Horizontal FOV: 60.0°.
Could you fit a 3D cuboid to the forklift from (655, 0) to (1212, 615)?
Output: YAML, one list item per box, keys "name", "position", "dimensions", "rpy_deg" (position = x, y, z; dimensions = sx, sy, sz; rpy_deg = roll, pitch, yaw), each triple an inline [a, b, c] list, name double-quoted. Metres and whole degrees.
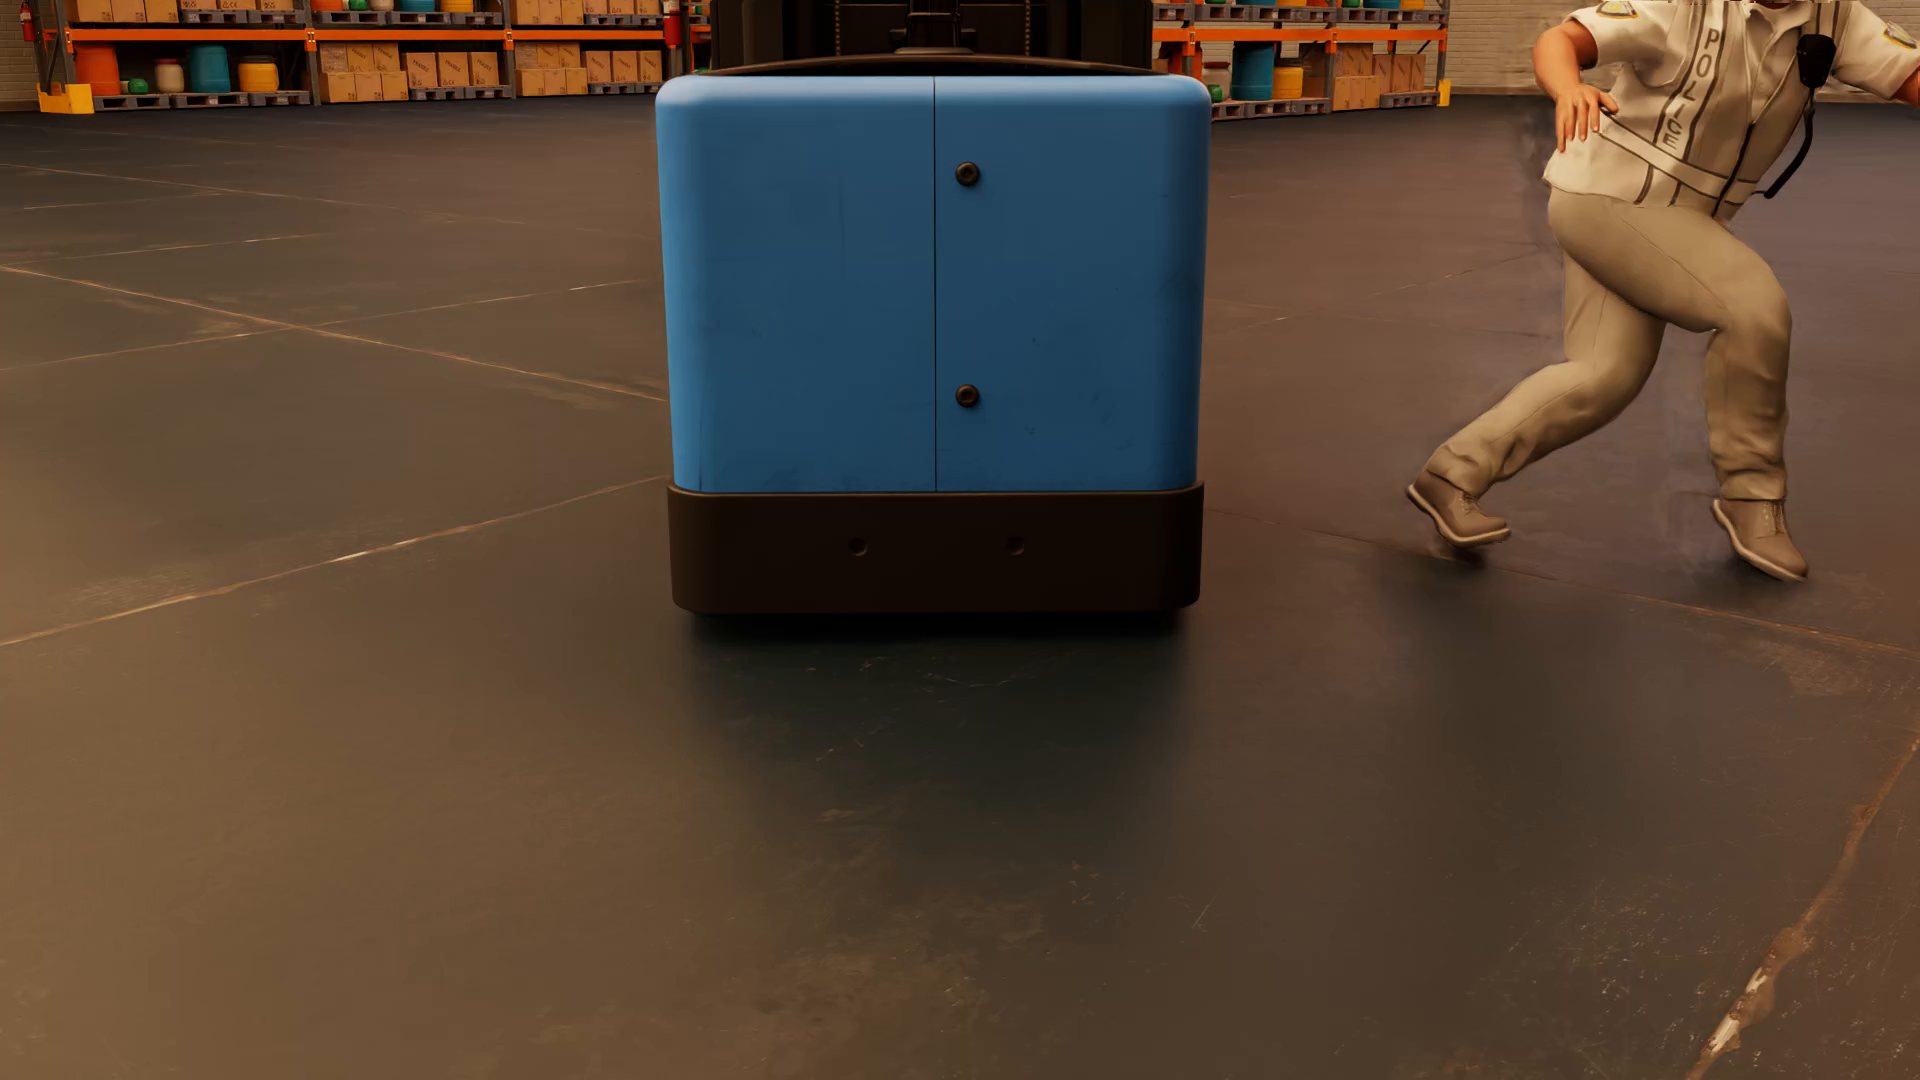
- name: "forklift"
  position: [-0.075, -1.631, 4.268]
  dimensions: [1.130, 2.935, 3.031]
  rpy_deg: [0, 17, -1]

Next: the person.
- name: "person"
  position: [1.619, -0.672, 3.574]
  dimensions: [0.977, 1.539, 1.047]
  rpy_deg: [-13, 21, -36]
